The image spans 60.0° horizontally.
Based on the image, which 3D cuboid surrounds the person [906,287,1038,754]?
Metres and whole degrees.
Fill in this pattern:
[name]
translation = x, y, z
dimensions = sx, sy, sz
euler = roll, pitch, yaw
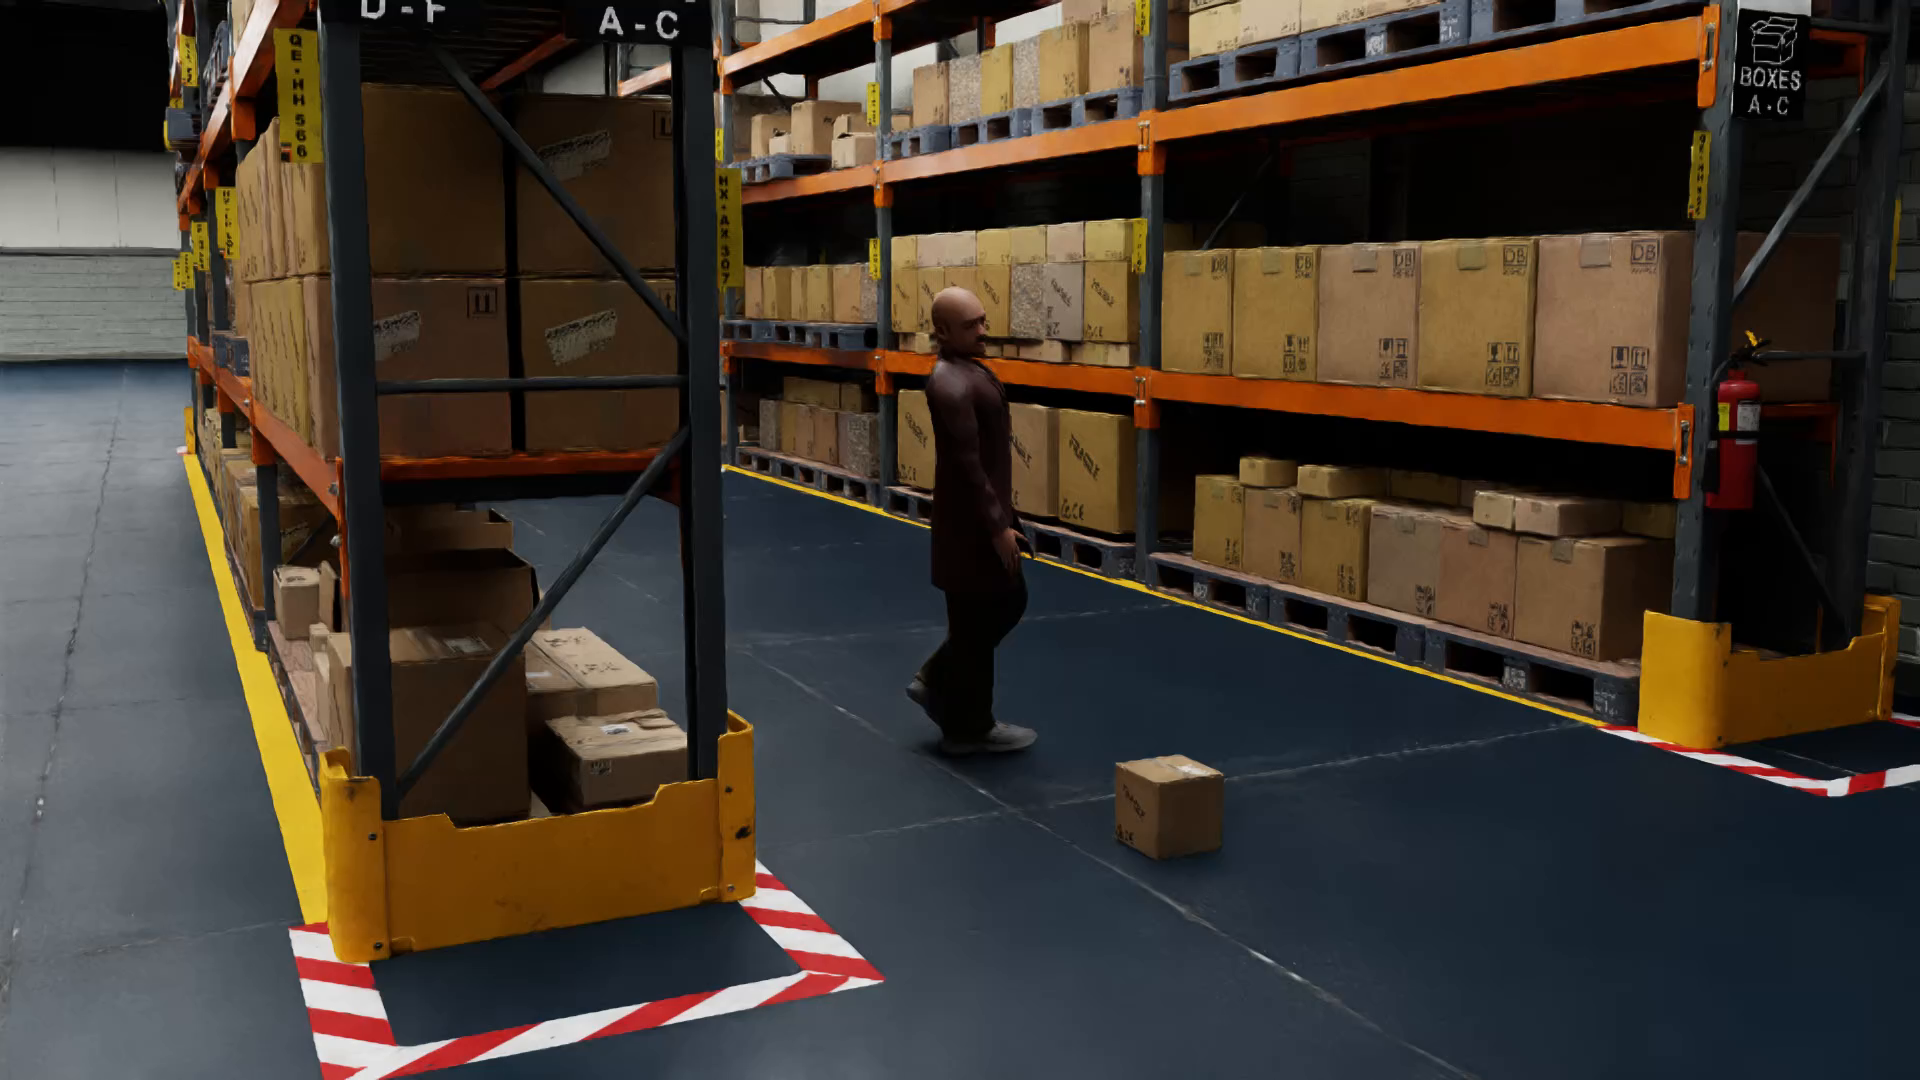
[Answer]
[person]
translation = 0.042, -0.051, 6.234
dimensions = 0.511, 1.776, 0.643
euler = 0, 8, 1
